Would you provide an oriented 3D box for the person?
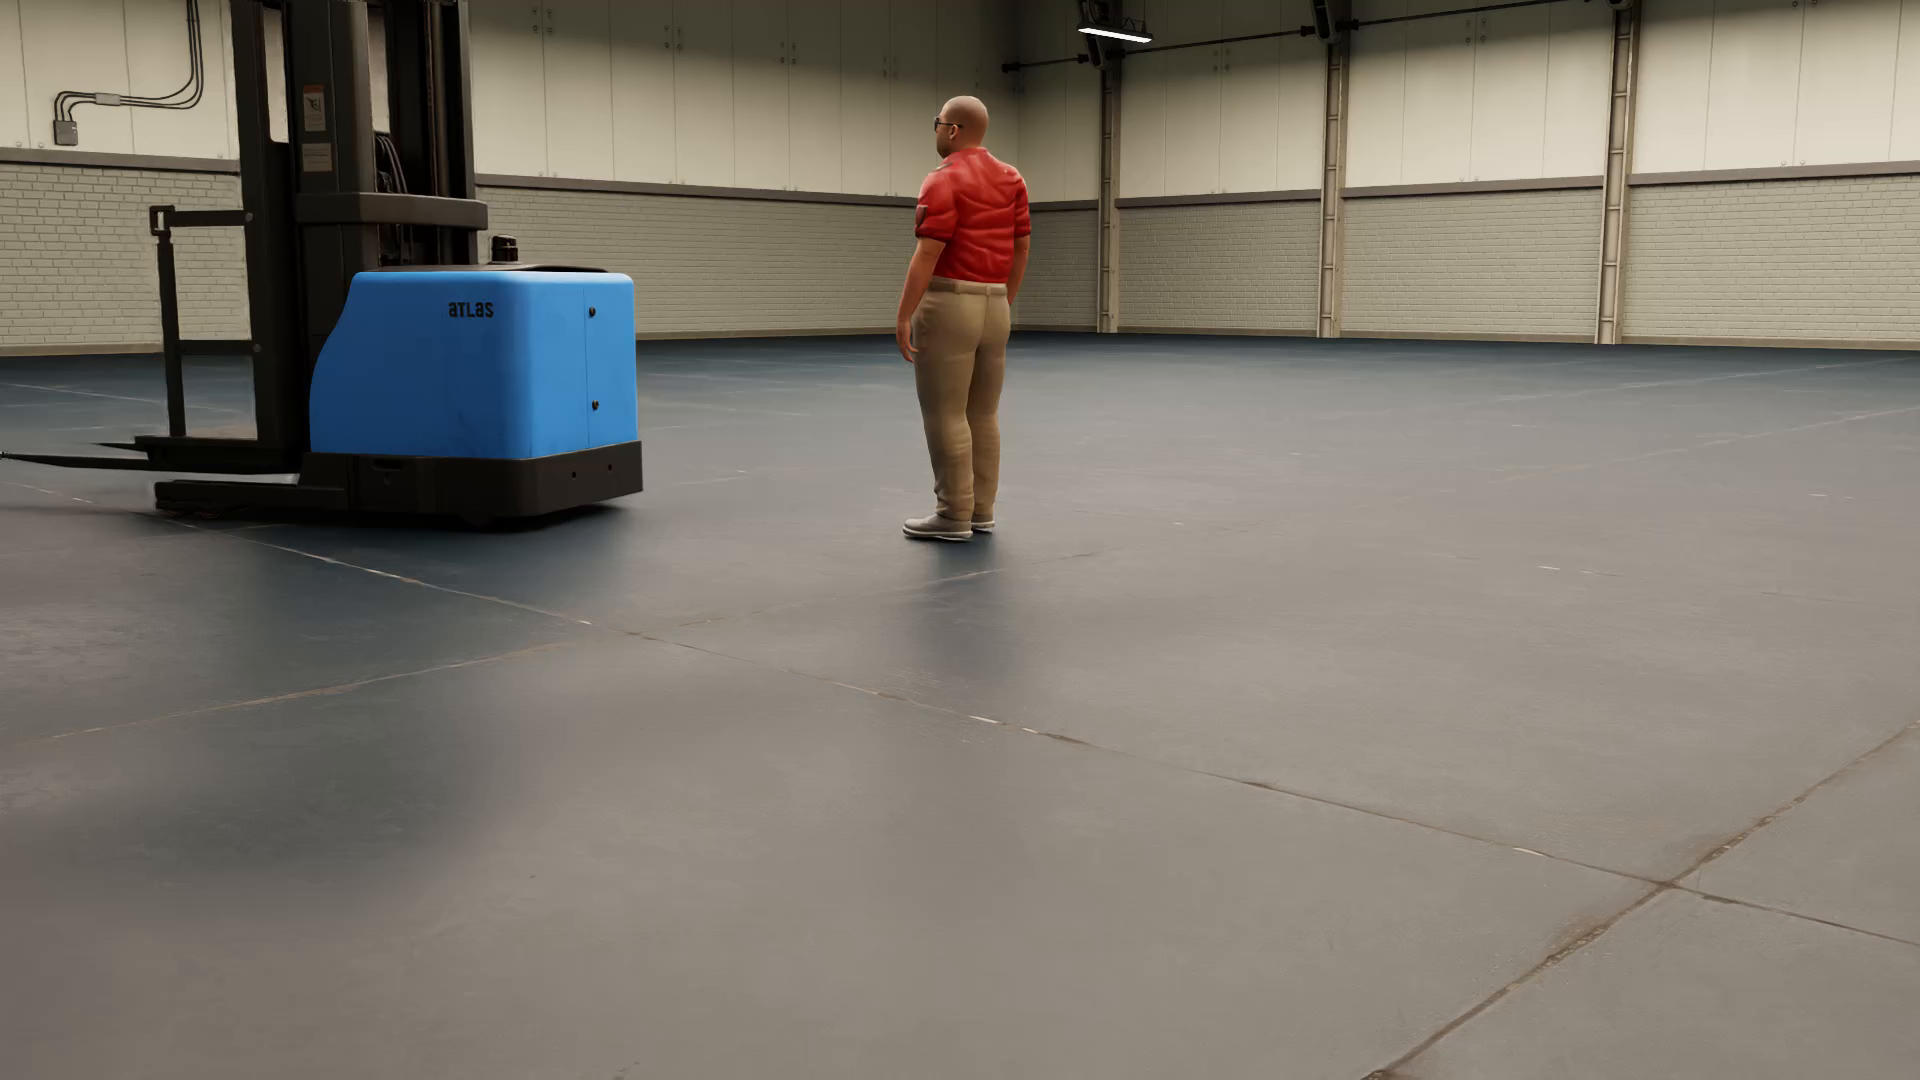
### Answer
[{"bbox_3d":[-0.057,-0.873,6.657,0.550,1.727,0.642,8,12,43],"label":"person"}]

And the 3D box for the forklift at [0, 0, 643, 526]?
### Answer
[{"bbox_3d":[-3.052,-1.611,7.574,3.031,2.935,1.130,3,9,18],"label":"forklift"}]
